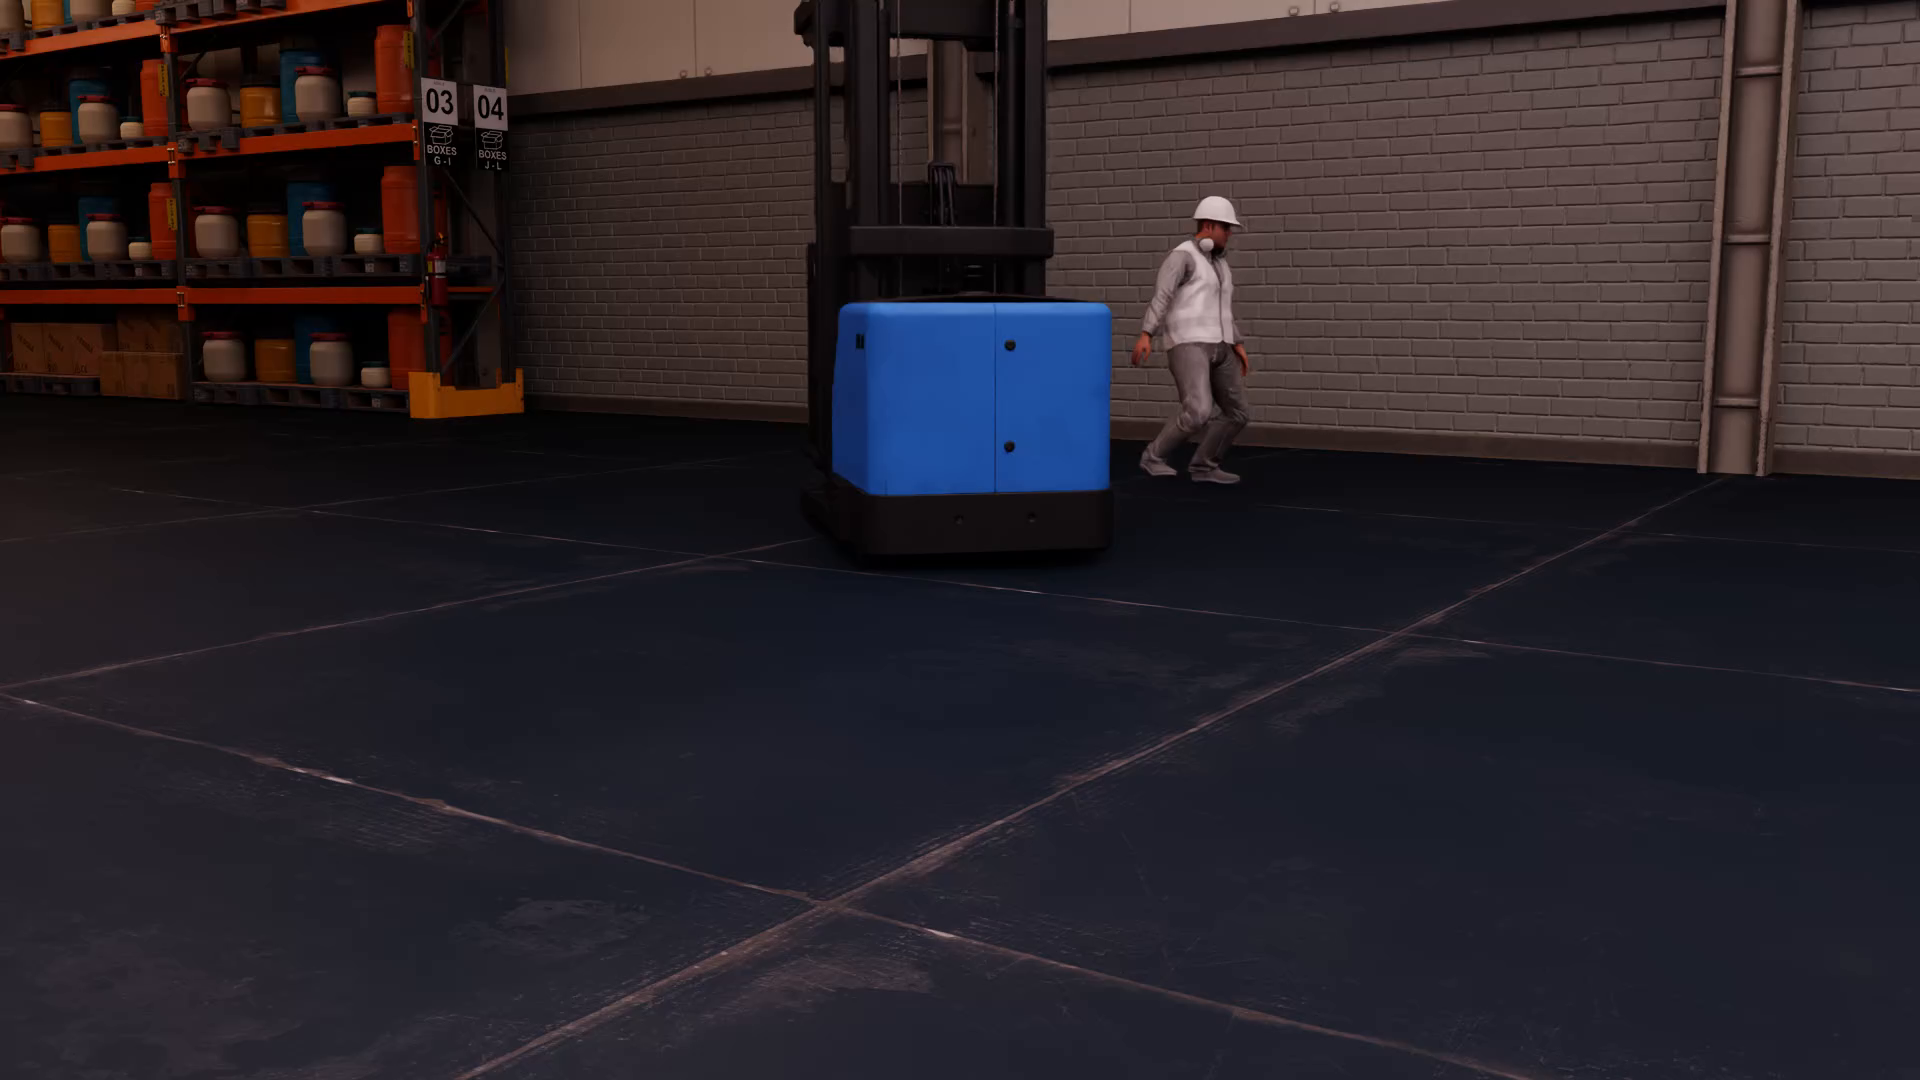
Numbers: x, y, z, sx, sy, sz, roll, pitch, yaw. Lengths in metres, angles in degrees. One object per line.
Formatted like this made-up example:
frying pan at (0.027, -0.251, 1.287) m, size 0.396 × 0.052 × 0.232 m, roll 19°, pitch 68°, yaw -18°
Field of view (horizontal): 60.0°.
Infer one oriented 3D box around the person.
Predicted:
person at (1.378, -1.141, 9.667) m, size 0.885 × 1.689 × 0.485 m, roll -8°, pitch 11°, yaw -44°

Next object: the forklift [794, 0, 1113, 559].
forklift at (-0.192, -1.539, 8.017) m, size 1.130 × 2.935 × 3.031 m, roll -2°, pitch 8°, yaw -13°
